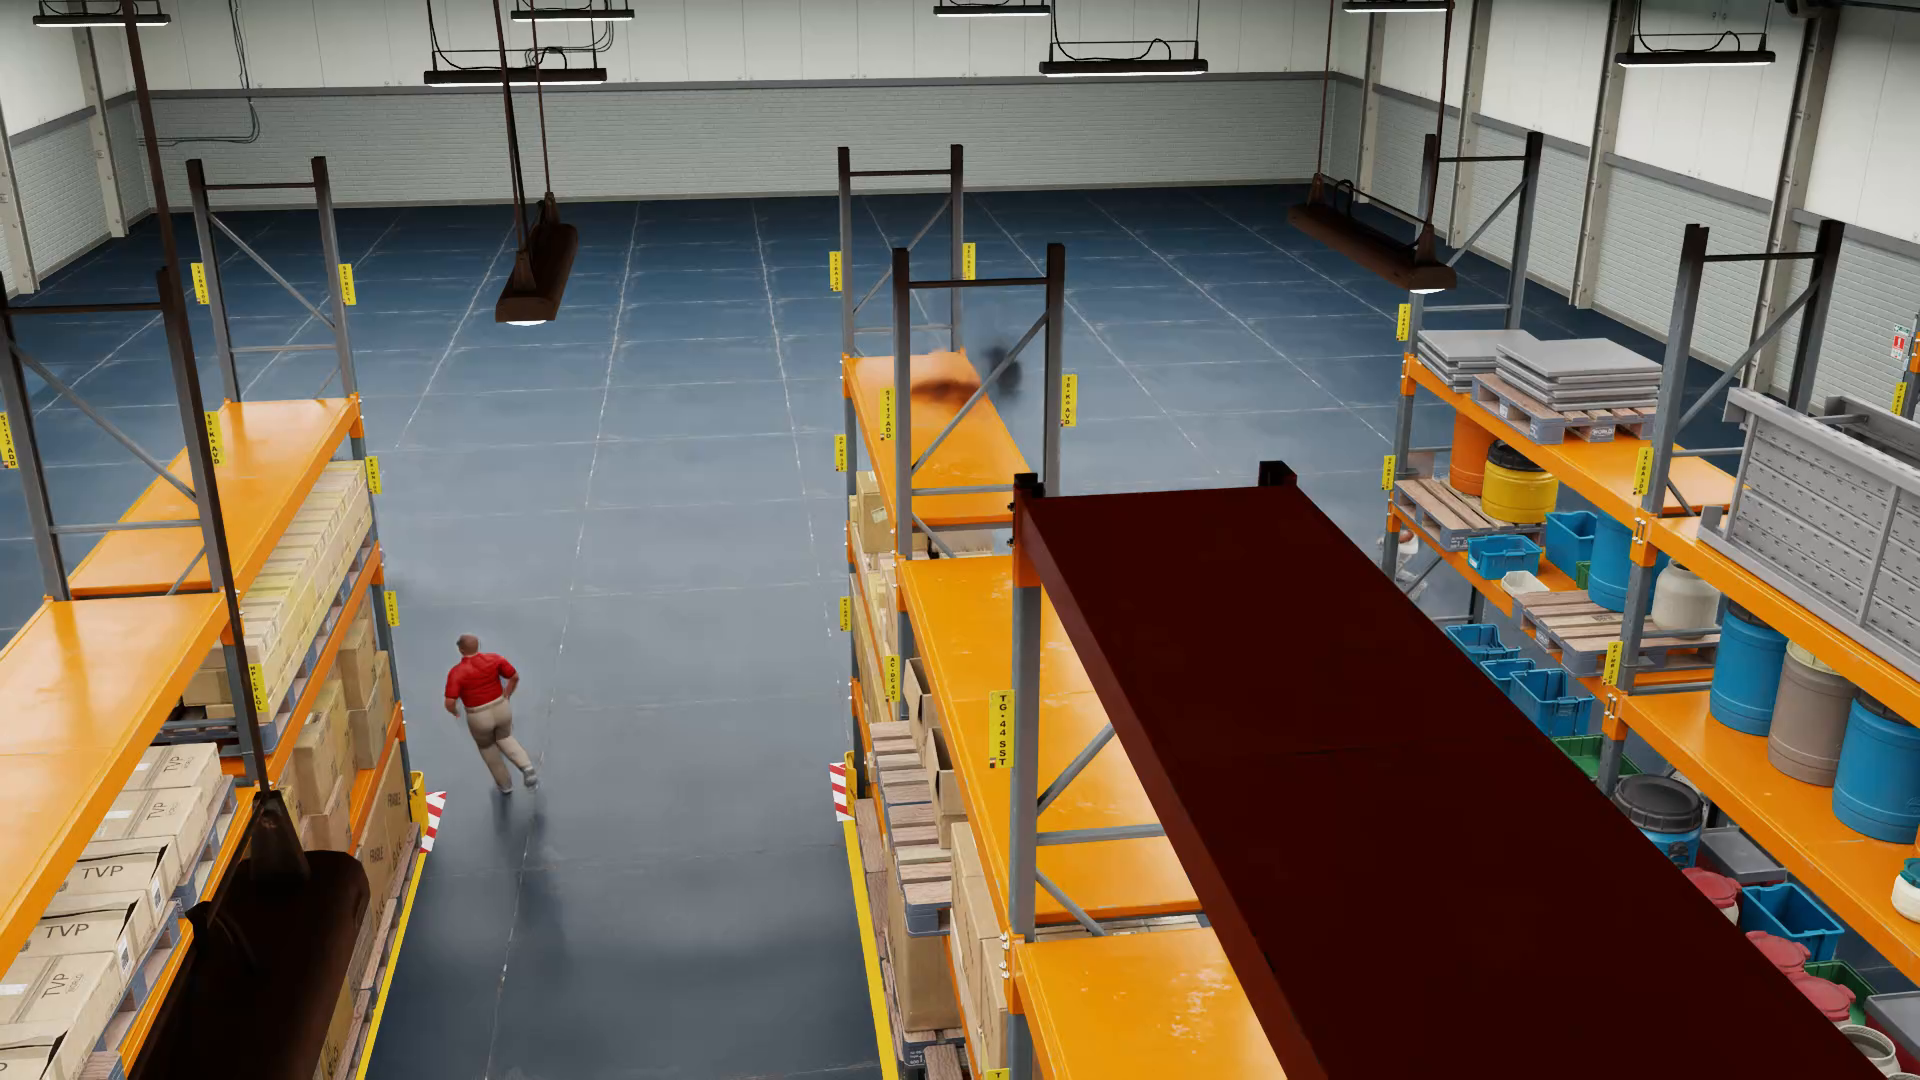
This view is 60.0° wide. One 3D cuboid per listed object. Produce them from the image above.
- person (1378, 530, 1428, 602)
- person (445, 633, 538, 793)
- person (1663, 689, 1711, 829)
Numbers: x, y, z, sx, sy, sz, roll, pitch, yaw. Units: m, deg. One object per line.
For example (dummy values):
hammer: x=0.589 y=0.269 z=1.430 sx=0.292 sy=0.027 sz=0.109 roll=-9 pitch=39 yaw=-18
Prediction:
person: x=5.117 y=0.076 z=19.121 sx=0.595 sy=1.734 sz=0.696 roll=7 pitch=23 yaw=17
person: x=-4.359 y=1.624 z=15.281 sx=0.712 sy=1.676 sz=0.581 roll=-17 pitch=27 yaw=-37
person: x=6.331 y=2.013 z=14.467 sx=0.704 sy=1.539 sz=0.628 roll=-8 pitch=23 yaw=-19
